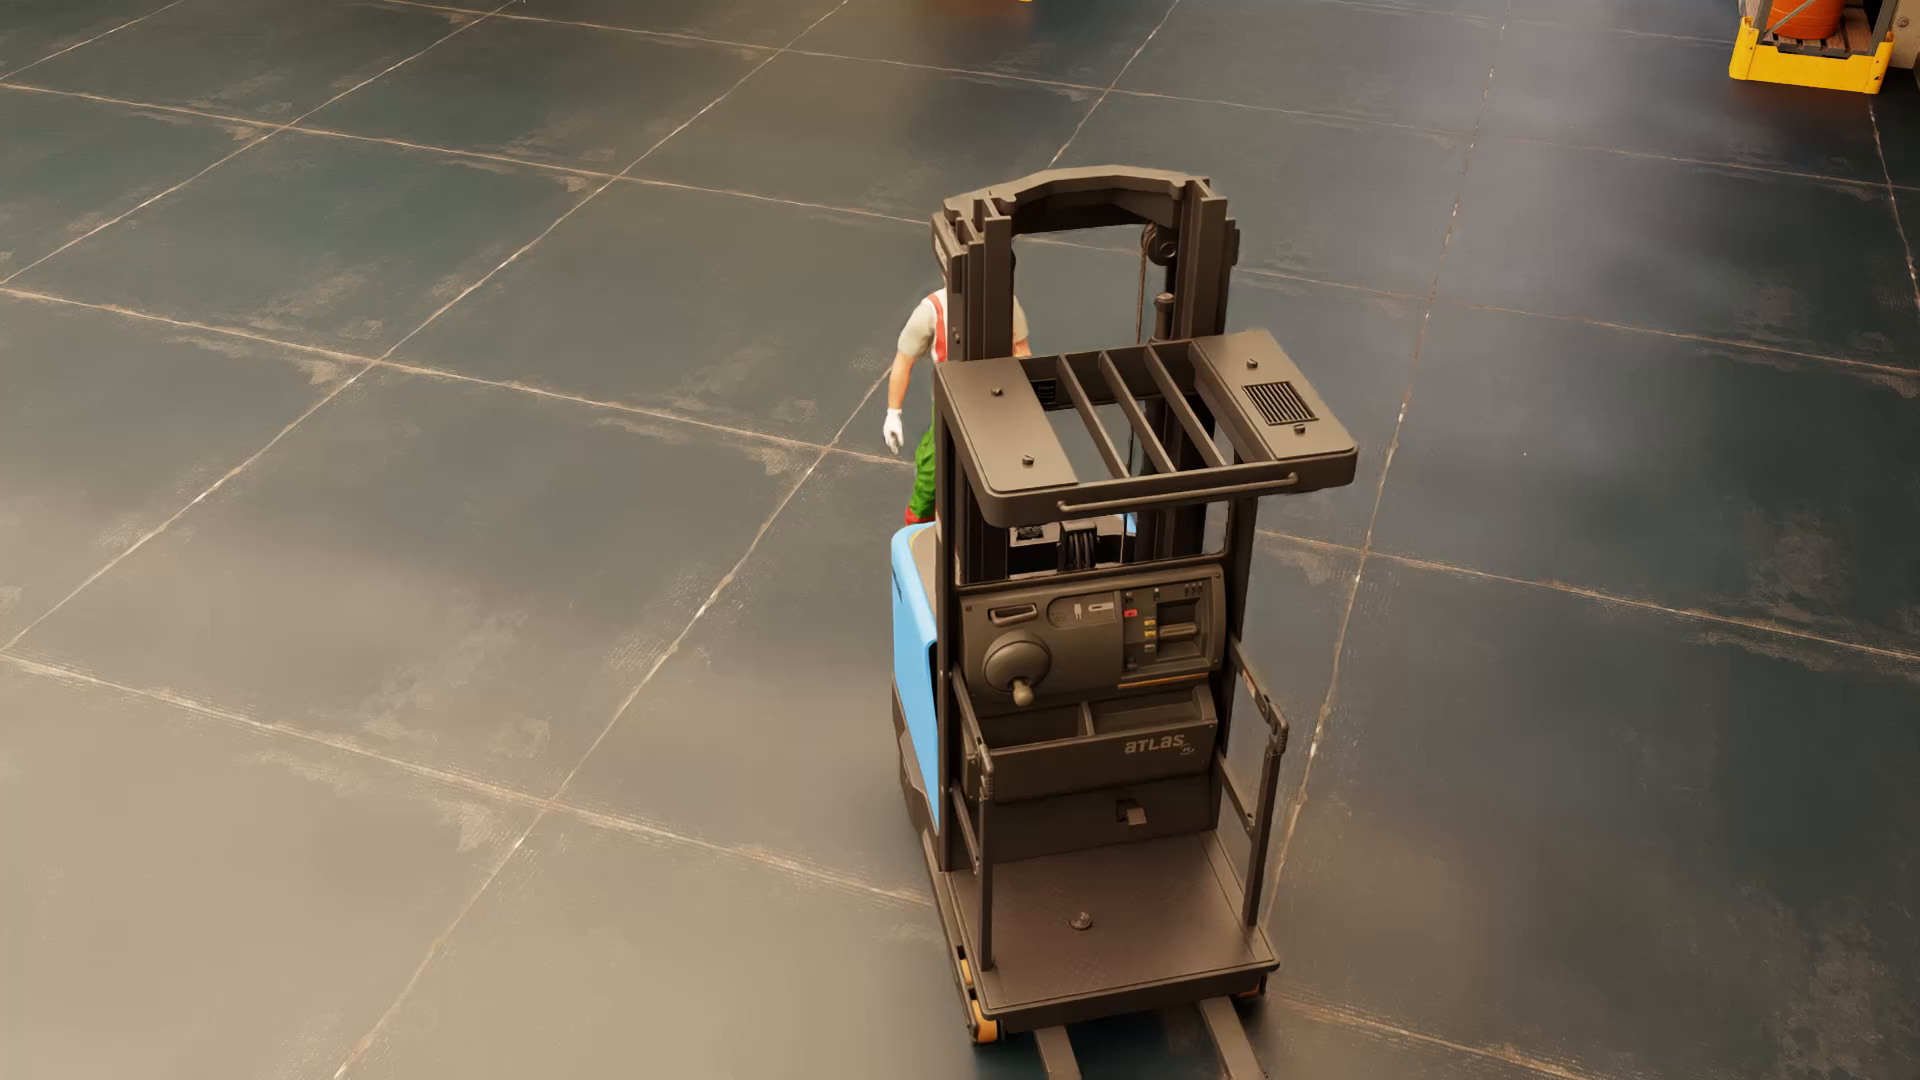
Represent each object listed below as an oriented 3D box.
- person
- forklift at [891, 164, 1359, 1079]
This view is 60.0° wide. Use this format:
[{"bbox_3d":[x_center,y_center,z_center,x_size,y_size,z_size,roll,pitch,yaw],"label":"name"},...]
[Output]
[{"bbox_3d":[0.006,-0.623,8.034,0.765,1.731,0.510,-4,35,-5],"label":"person"},{"bbox_3d":[0.513,0.396,5.552,1.130,2.935,3.031,-7,36,-10],"label":"forklift"}]
